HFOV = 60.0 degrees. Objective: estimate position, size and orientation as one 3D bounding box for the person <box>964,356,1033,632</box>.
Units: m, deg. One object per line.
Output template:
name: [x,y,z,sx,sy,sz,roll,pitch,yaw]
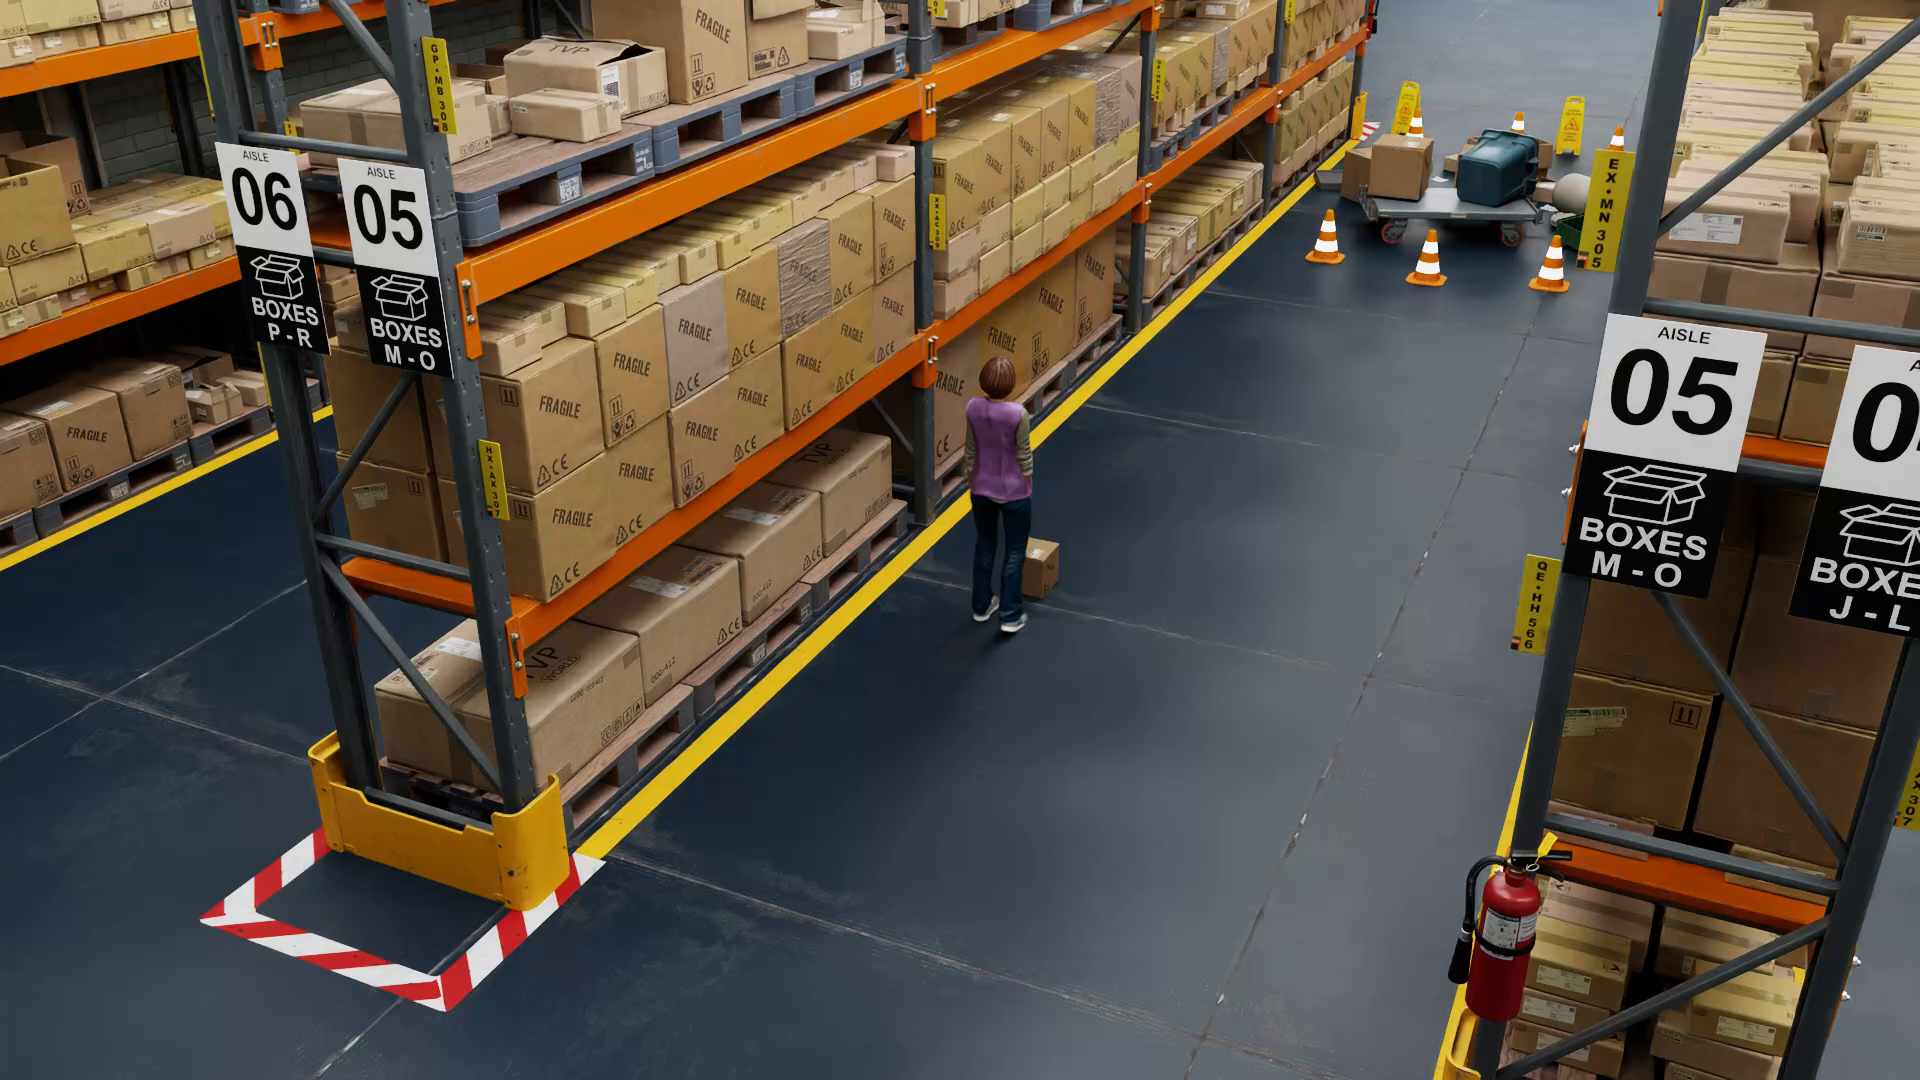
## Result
person: [0.209,-0.251,9.159,0.407,1.615,0.340,12,29,23]
